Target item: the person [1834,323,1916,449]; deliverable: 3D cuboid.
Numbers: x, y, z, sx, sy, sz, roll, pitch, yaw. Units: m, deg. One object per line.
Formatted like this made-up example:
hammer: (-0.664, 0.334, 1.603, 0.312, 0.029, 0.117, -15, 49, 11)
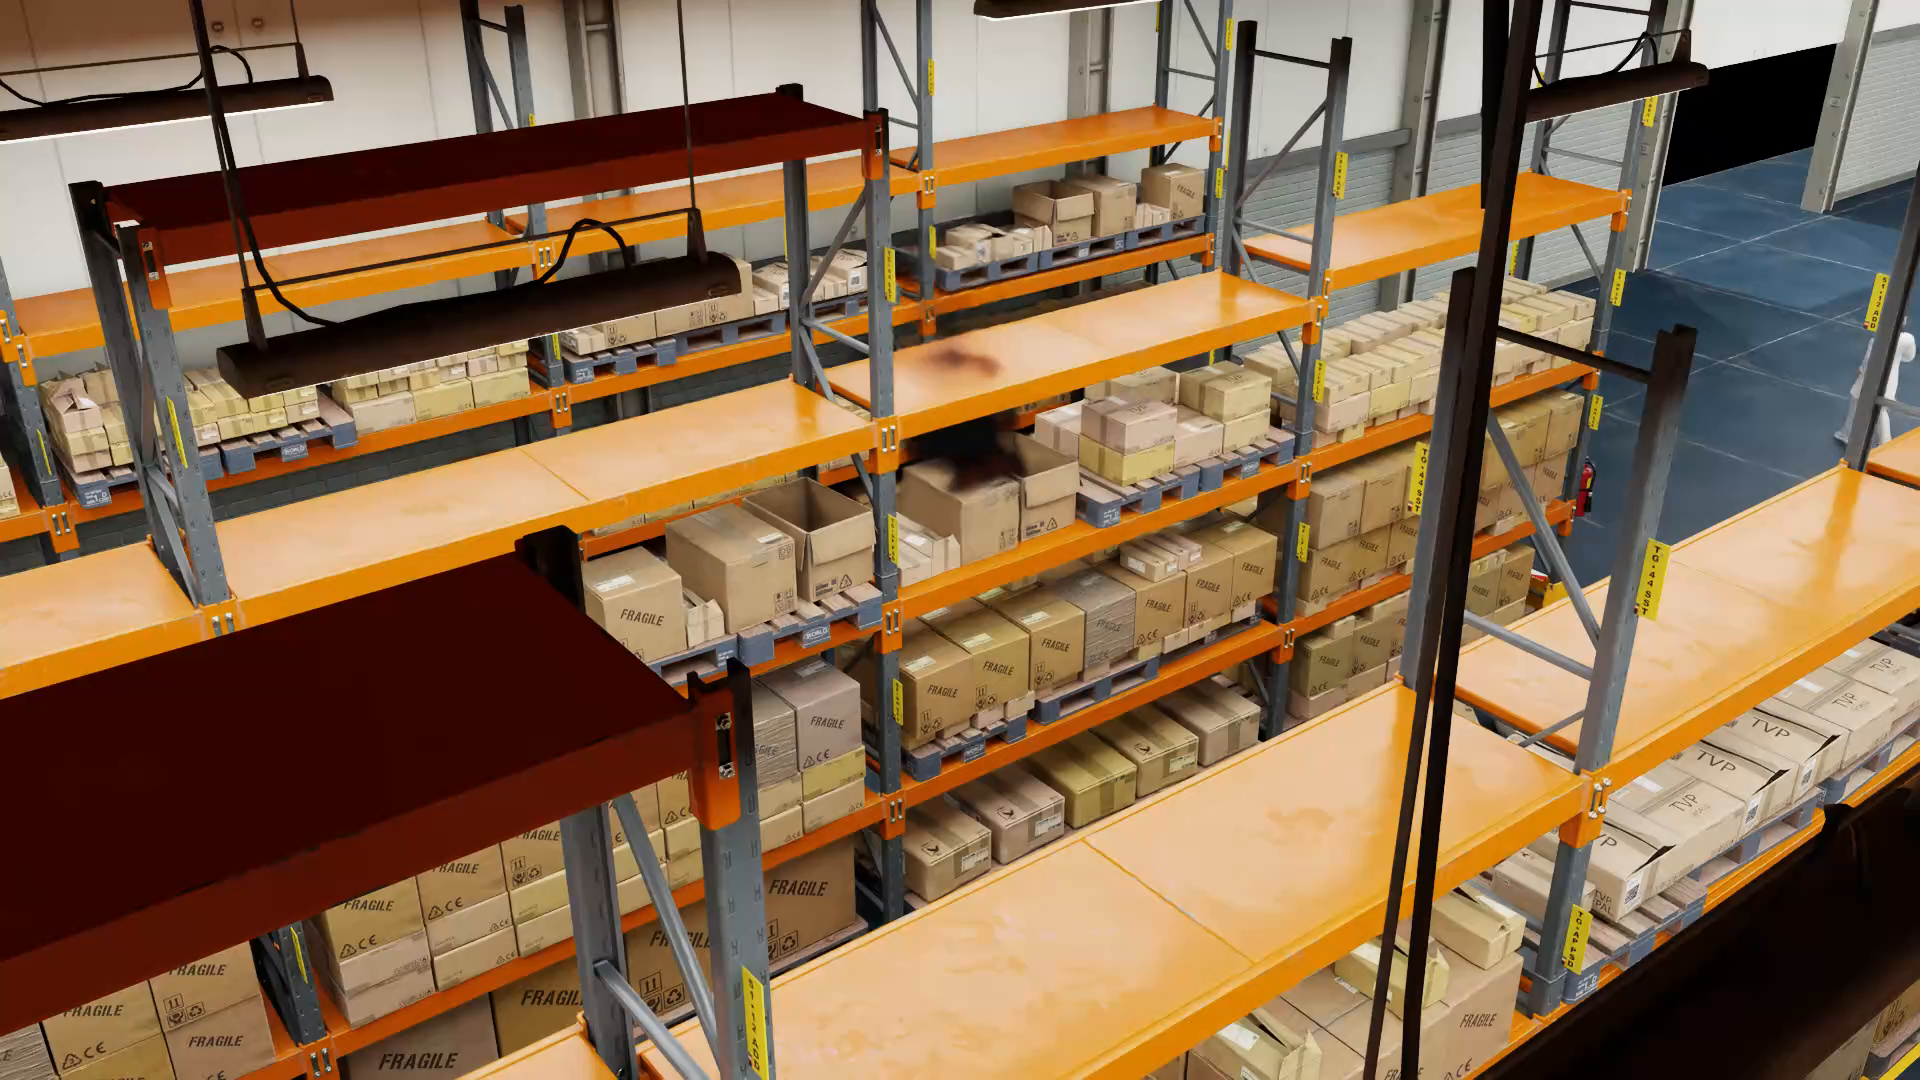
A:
person: (10.967, -1.894, 19.872, 0.710, 1.770, 1.001, 0, 26, 1)
